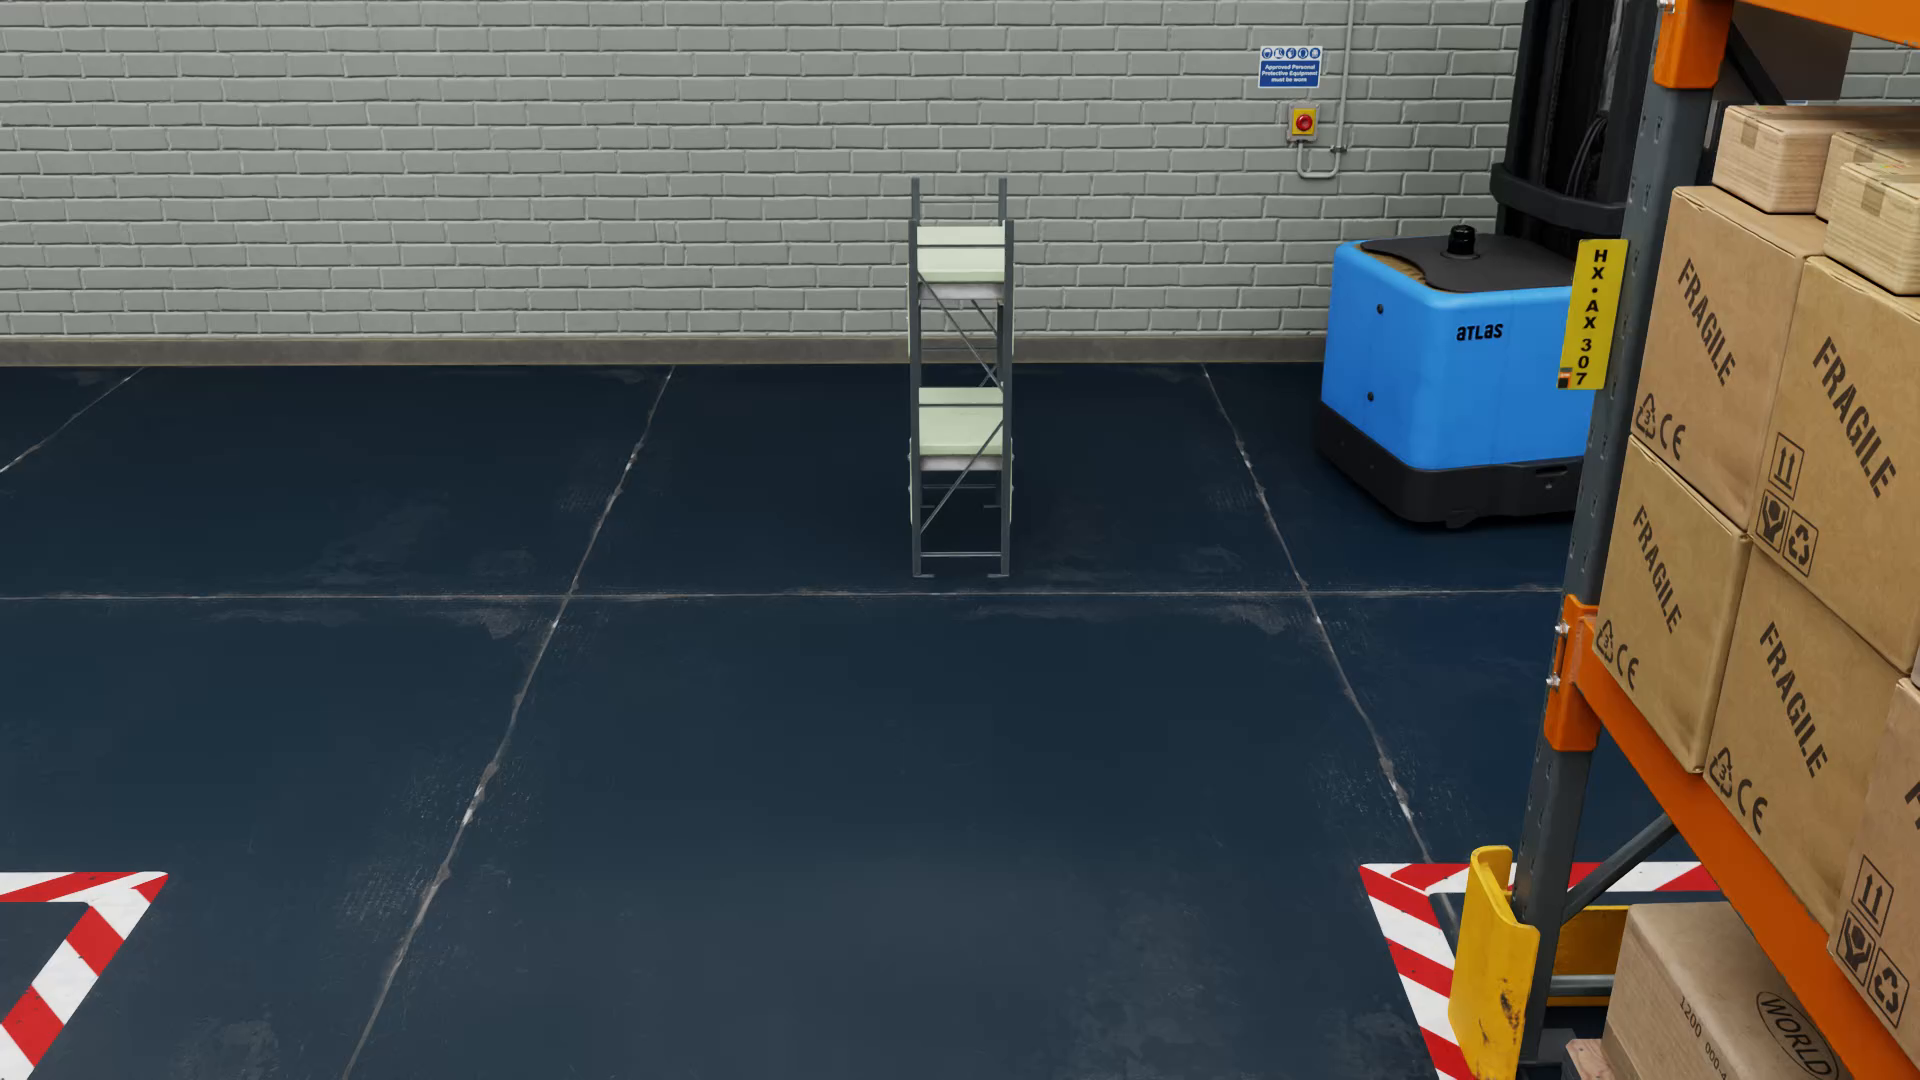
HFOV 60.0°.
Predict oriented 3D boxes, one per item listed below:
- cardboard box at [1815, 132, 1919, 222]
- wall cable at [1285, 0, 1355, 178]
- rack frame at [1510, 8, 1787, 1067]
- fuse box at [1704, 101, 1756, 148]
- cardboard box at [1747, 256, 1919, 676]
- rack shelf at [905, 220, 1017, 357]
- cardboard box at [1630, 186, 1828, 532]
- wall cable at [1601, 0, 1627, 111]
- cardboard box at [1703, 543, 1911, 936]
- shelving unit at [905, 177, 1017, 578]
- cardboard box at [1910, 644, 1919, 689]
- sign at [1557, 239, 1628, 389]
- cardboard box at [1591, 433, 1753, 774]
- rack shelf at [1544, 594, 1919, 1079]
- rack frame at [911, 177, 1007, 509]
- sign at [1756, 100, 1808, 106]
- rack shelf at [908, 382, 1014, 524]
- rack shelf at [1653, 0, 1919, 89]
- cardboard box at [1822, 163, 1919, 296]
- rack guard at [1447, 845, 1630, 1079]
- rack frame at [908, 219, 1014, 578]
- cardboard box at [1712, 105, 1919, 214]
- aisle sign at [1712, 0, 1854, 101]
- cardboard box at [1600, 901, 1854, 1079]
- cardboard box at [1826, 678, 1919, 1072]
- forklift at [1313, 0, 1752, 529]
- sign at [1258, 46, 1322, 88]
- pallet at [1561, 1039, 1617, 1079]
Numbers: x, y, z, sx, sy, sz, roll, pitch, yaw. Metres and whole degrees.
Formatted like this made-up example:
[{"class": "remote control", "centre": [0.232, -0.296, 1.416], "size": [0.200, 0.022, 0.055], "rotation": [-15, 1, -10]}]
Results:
[{"class": "cardboard box", "centre": [1.690, -0.585, 2.782], "size": [0.380, 0.149, 0.250], "rotation": [0, 24, 1]}, {"class": "wall cable", "centre": [1.804, -2.844, 8.627], "size": [0.585, 1.953, 0.123], "rotation": [0, 24, -1]}, {"class": "rack frame", "centre": [1.889, -0.043, 3.706], "size": [1.000, 3.000, 0.127], "rotation": [0, 24, -1]}, {"class": "fuse box", "centre": [3.906, -1.729, 8.997], "size": [0.539, 1.711, 0.414], "rotation": [0, 24, -1]}, {"class": "cardboard box", "centre": [1.622, -0.133, 2.569], "size": [0.500, 0.500, 0.500], "rotation": [-1, 24, -2]}, {"class": "rack shelf", "centre": [0.000, -1.036, 6.774], "size": [0.431, 0.370, 0.720], "rotation": [0, 24, -1]}, {"class": "cardboard box", "centre": [1.609, -0.346, 3.039], "size": [0.500, 0.500, 0.500], "rotation": [-1, 24, -2]}, {"class": "wall cable", "centre": [3.222, -2.841, 8.659], "size": [0.588, 1.984, 0.122], "rotation": [0, 24, -1]}, {"class": "cardboard box", "centre": [1.641, 0.318, 2.785], "size": [0.500, 0.500, 0.500], "rotation": [-1, 24, -1]}, {"class": "shelving unit", "centre": [0.000, -0.681, 6.935], "size": [0.431, 1.500, 0.755], "rotation": [0, 24, -1]}, {"class": "cardboard box", "centre": [1.635, 0.079, 2.100], "size": [0.500, 0.500, 0.500], "rotation": [0, 24, -1]}, {"class": "sign", "centre": [1.334, -0.474, 3.511], "size": [0.100, 0.325, 0.005], "rotation": [0, 24, -1]}, {"class": "cardboard box", "centre": [1.607, 0.110, 3.245], "size": [0.500, 0.500, 0.500], "rotation": [0, 24, -1]}, {"class": "rack shelf", "centre": [1.911, 1.108, 2.032], "size": [1.077, 0.370, 4.000], "rotation": [0, 24, -1]}, {"class": "rack frame", "centre": [-0.004, -0.831, 7.268], "size": [0.400, 1.500, 0.023], "rotation": [0, 24, -1]}, {"class": "sign", "centre": [4.398, -2.360, 8.944], "size": [0.329, 0.494, 0.001], "rotation": [0, 24, -1]}, {"class": "rack shelf", "centre": [0.000, -0.384, 7.069], "size": [0.431, 0.370, 0.720], "rotation": [0, 24, -1]}, {"class": "rack shelf", "centre": [1.911, -0.258, 1.414], "size": [1.077, 0.370, 4.000], "rotation": [0, 24, -1]}, {"class": "cardboard box", "centre": [1.578, -0.477, 2.544], "size": [0.380, 0.149, 0.250], "rotation": [0, 24, 1]}, {"class": "rack guard", "centre": [1.889, 1.086, 4.243], "size": [1.175, 0.500, 0.348], "rotation": [0, 24, -1]}, {"class": "rack frame", "centre": [0.004, -0.530, 6.601], "size": [0.400, 1.500, 0.023], "rotation": [0, 24, -1]}, {"class": "cardboard box", "centre": [1.616, -0.693, 3.020], "size": [0.380, 0.149, 0.250], "rotation": [0, 24, 1]}, {"class": "aisle sign", "centre": [1.598, -1.256, 3.233], "size": [0.394, 0.787, 0.004], "rotation": [0, 24, -1]}, {"class": "cardboard box", "centre": [1.996, 1.204, 3.547], "size": [0.875, 0.438, 0.875], "rotation": [-1, 24, -2]}, {"class": "cardboard box", "centre": [1.628, 0.528, 2.321], "size": [0.500, 0.500, 0.500], "rotation": [0, 24, -1]}, {"class": "forklift", "centre": [3.291, -1.696, 7.444], "size": [3.031, 2.935, 1.130], "rotation": [-6, 25, -13]}, {"class": "sign", "centre": [1.755, -2.515, 8.843], "size": [0.327, 0.218, 0.001], "rotation": [0, 24, -1]}, {"class": "pallet", "centre": [1.976, 1.556, 3.553], "size": [1.003, 0.211, 1.213], "rotation": [0, 24, -1]}]
